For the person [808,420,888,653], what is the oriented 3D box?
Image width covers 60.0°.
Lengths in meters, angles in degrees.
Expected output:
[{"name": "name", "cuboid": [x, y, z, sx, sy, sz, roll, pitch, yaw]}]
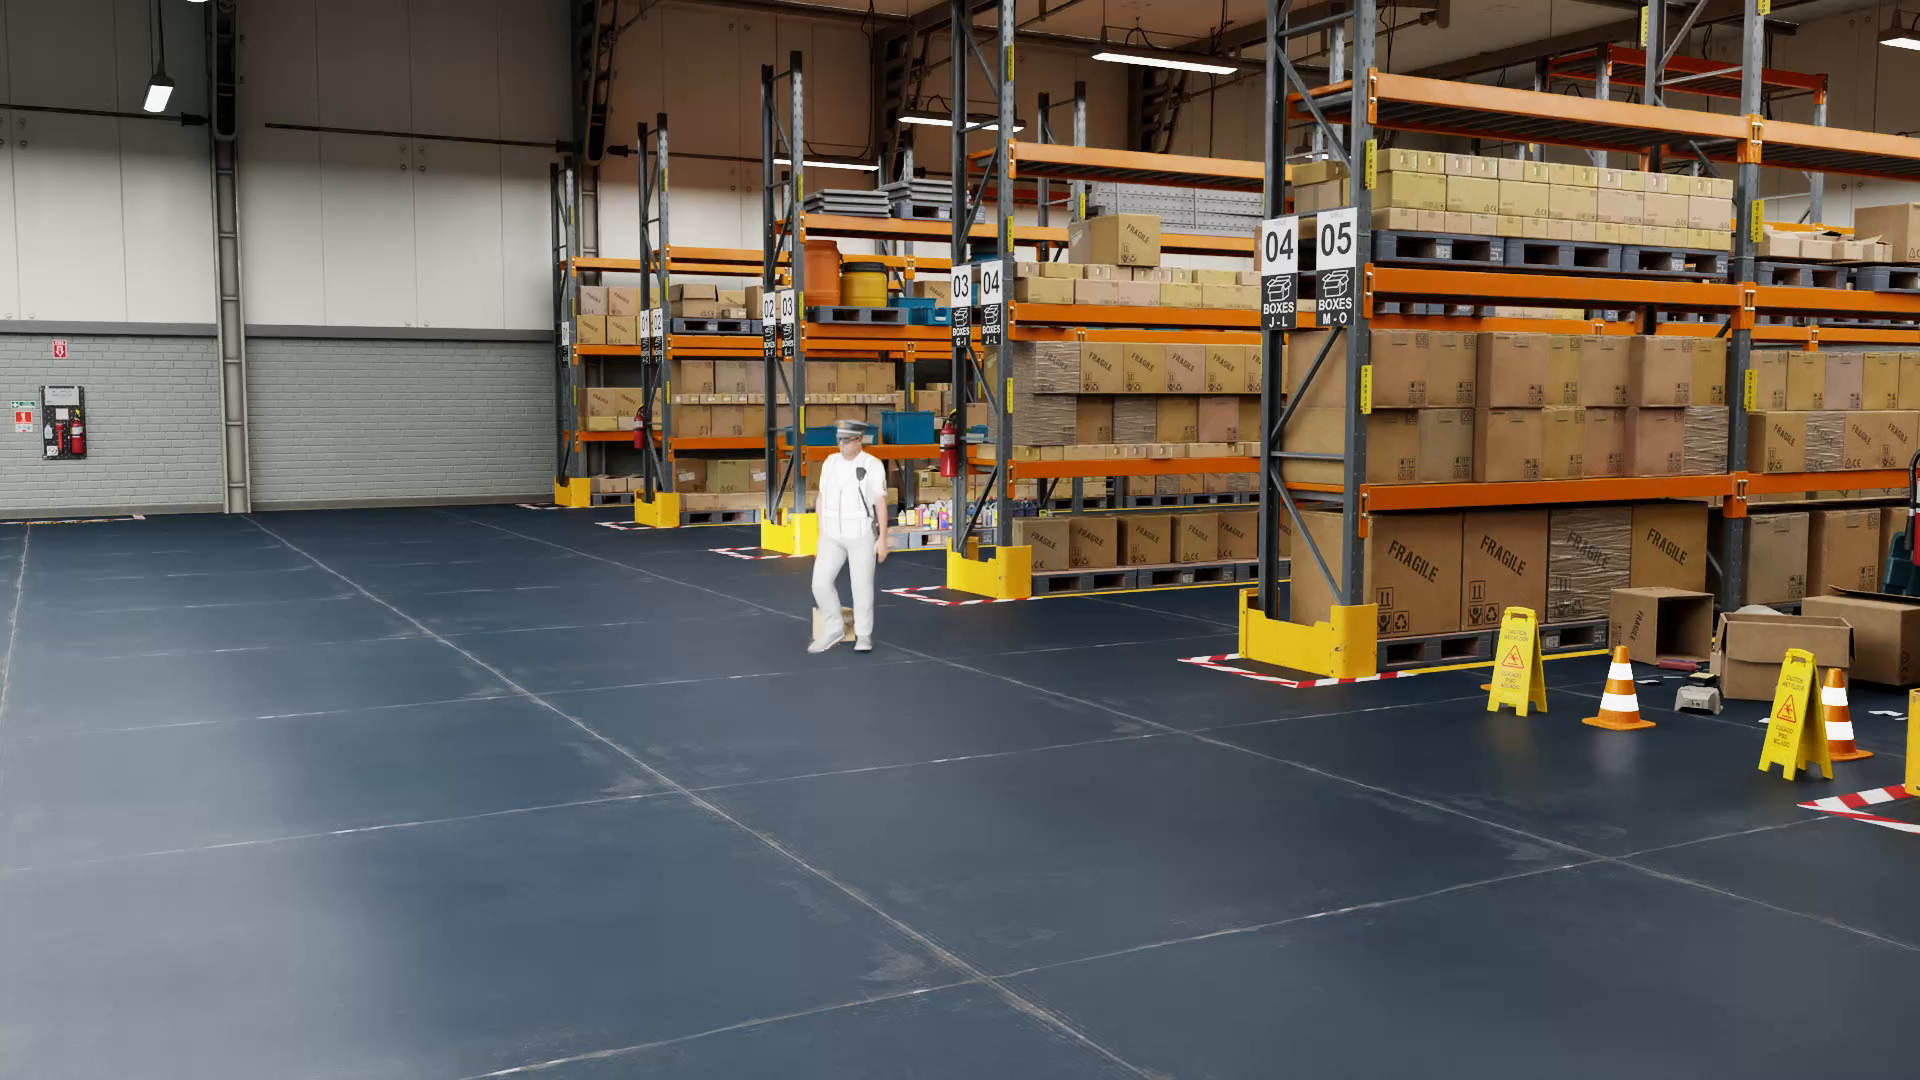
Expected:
[{"name": "person", "cuboid": [-0.837, -0.021, 12.478, 0.633, 1.764, 0.487, 1, 5, 17]}]
